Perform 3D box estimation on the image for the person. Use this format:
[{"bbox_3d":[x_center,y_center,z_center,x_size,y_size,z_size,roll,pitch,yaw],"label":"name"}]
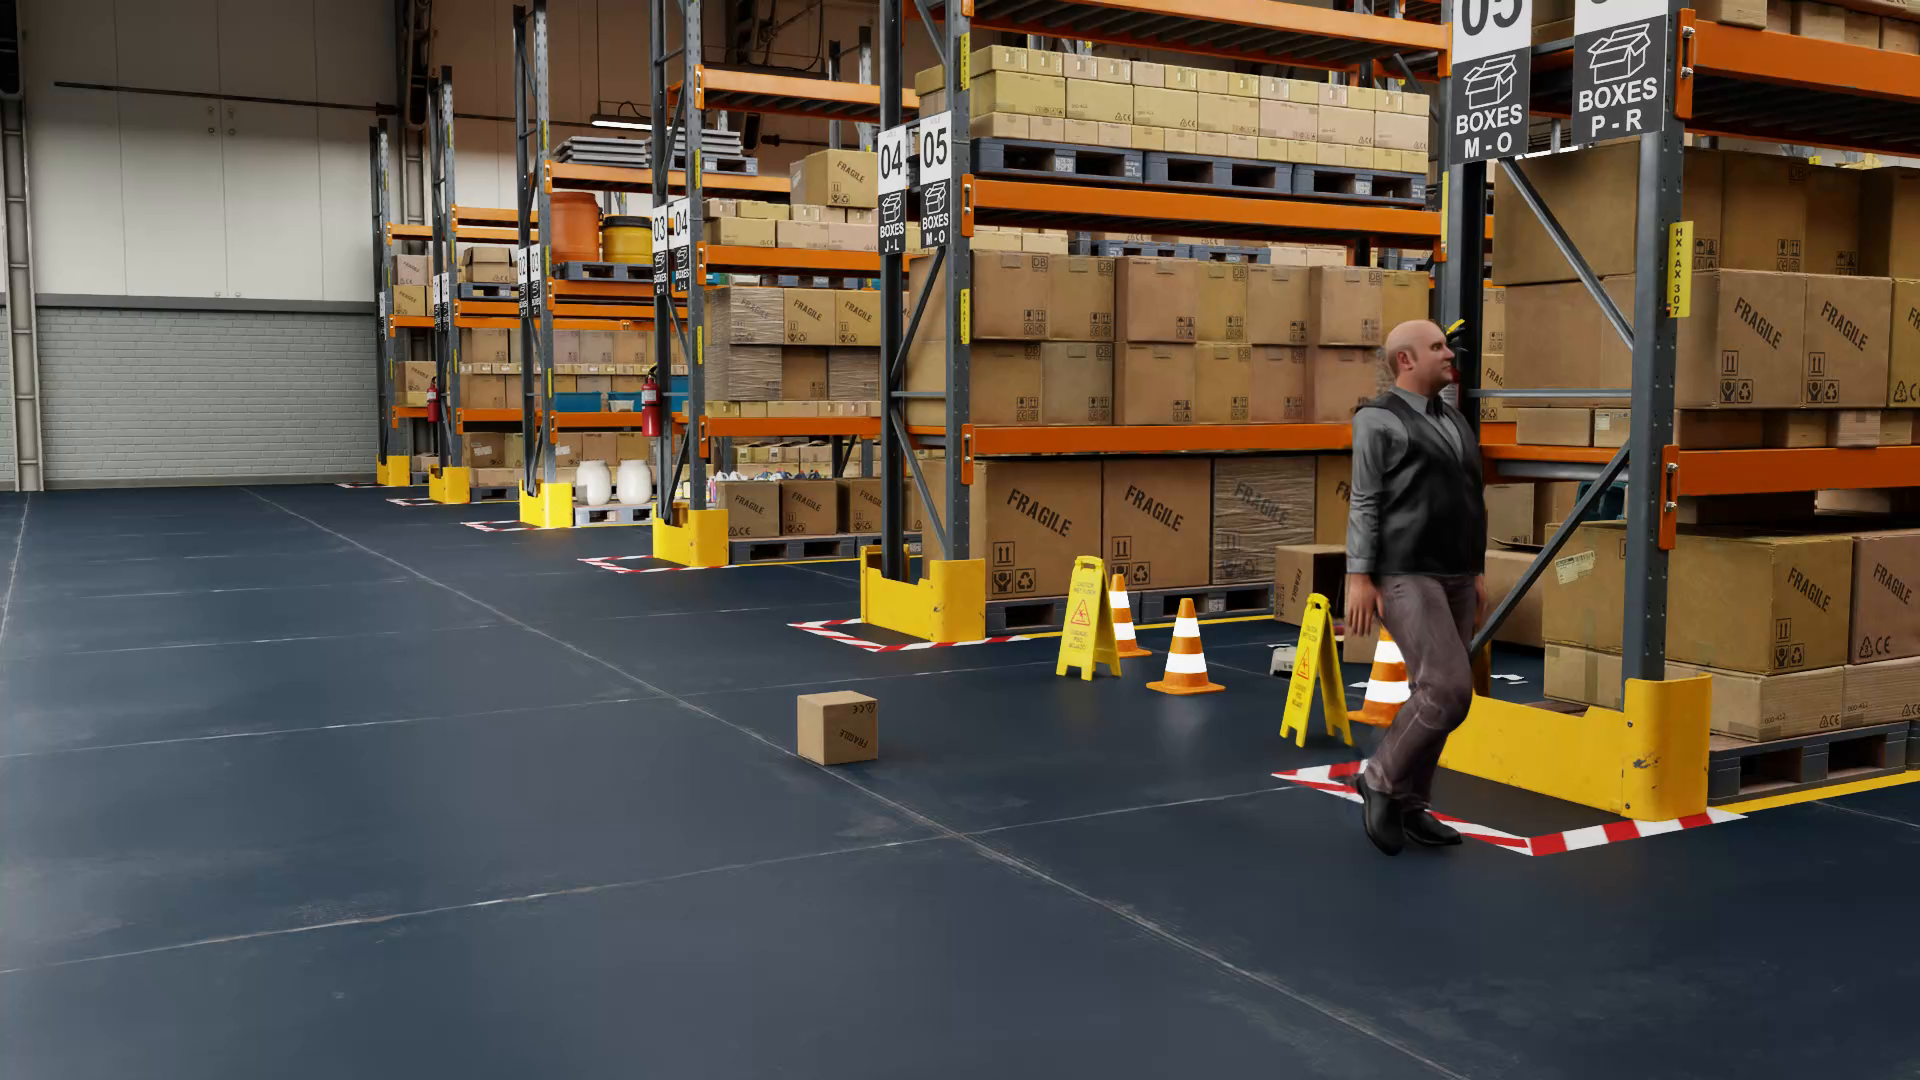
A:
[{"bbox_3d":[1.547,0.153,5.399,0.560,1.731,0.474,-4,6,-39],"label":"person"}]
